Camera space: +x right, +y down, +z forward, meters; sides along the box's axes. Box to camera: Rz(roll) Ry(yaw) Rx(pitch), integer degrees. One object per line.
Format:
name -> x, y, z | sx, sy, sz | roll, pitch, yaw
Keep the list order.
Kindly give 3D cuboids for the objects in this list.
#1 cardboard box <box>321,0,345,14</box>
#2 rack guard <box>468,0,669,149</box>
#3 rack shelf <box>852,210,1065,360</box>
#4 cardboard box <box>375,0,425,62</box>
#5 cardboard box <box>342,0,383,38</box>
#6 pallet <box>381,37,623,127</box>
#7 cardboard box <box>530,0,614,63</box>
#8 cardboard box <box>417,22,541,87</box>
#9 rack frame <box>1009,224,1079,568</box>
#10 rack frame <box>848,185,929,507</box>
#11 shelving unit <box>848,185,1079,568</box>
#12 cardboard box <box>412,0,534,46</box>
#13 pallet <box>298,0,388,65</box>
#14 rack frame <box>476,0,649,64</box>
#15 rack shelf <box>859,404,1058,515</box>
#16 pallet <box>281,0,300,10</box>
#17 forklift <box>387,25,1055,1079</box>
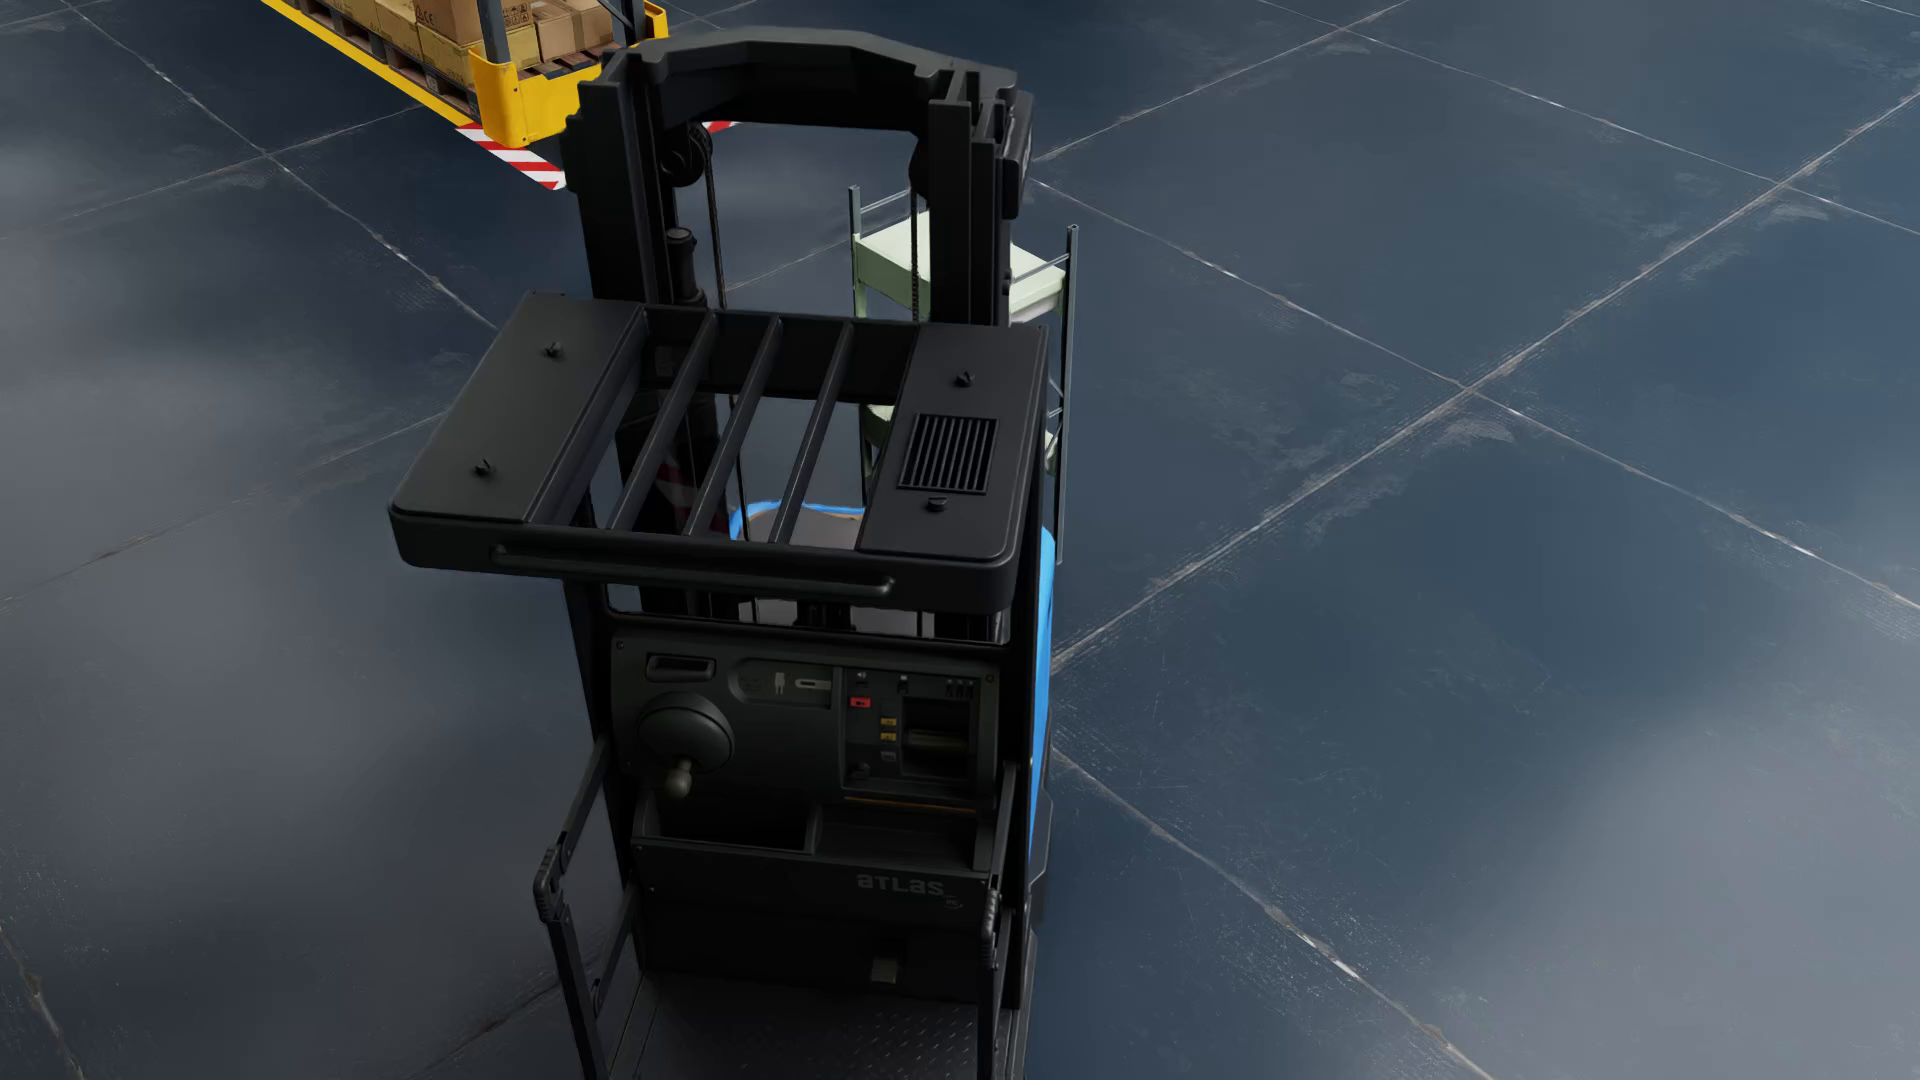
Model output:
cardboard box -> -3.875, -3.636, 10.719 | 0.500, 0.250, 0.500 | -30, 48, -32
rack guard -> -2.255, -2.747, 9.754 | 1.175, 0.500, 0.348 | -30, 48, -32
rack shelf -> 0.005, -0.884, 6.030 | 0.431, 0.370, 0.720 | -30, 48, -32
cardboard box -> -3.199, -3.173, 10.146 | 0.500, 0.250, 0.500 | -30, 48, -32
cardboard box -> -3.538, -3.404, 10.432 | 0.500, 0.250, 0.500 | -30, 48, -32
pallet -> -2.820, -2.982, 10.274 | 1.003, 0.211, 1.213 | -30, 48, -32
cardboard box -> -2.470, -3.167, 10.138 | 0.500, 0.250, 0.500 | -30, 48, -32
cardboard box -> -2.852, -2.947, 9.866 | 0.500, 0.250, 0.500 | -30, 48, -32
rack frame -> 0.252, -0.411, 6.065 | 0.400, 1.500, 0.023 | -30, 48, -32
rack frame -> -0.243, -0.750, 6.485 | 0.400, 1.500, 0.023 | -30, 48, -32
shelving unit -> 0.005, -0.580, 6.275 | 0.431, 1.500, 0.755 | -30, 48, -32
cardboard box -> -2.854, -3.238, 9.629 | 0.500, 0.500, 0.500 | -30, 48, -32
pallet -> -3.641, -3.546, 10.973 | 1.003, 0.211, 1.213 | -30, 48, -32
rack frame -> -2.272, -3.731, 8.982 | 1.000, 3.000, 0.127 | -30, 48, -32
rack shelf -> 0.005, -0.327, 6.480 | 0.431, 0.370, 0.720 | -30, 48, -32
pallet -> -4.470, -4.111, 11.672 | 1.003, 0.211, 1.213 | -30, 48, -32
forklift -> -0.396, 0.515, 3.780 | 1.130, 2.935, 3.031 | 5, 39, 6
